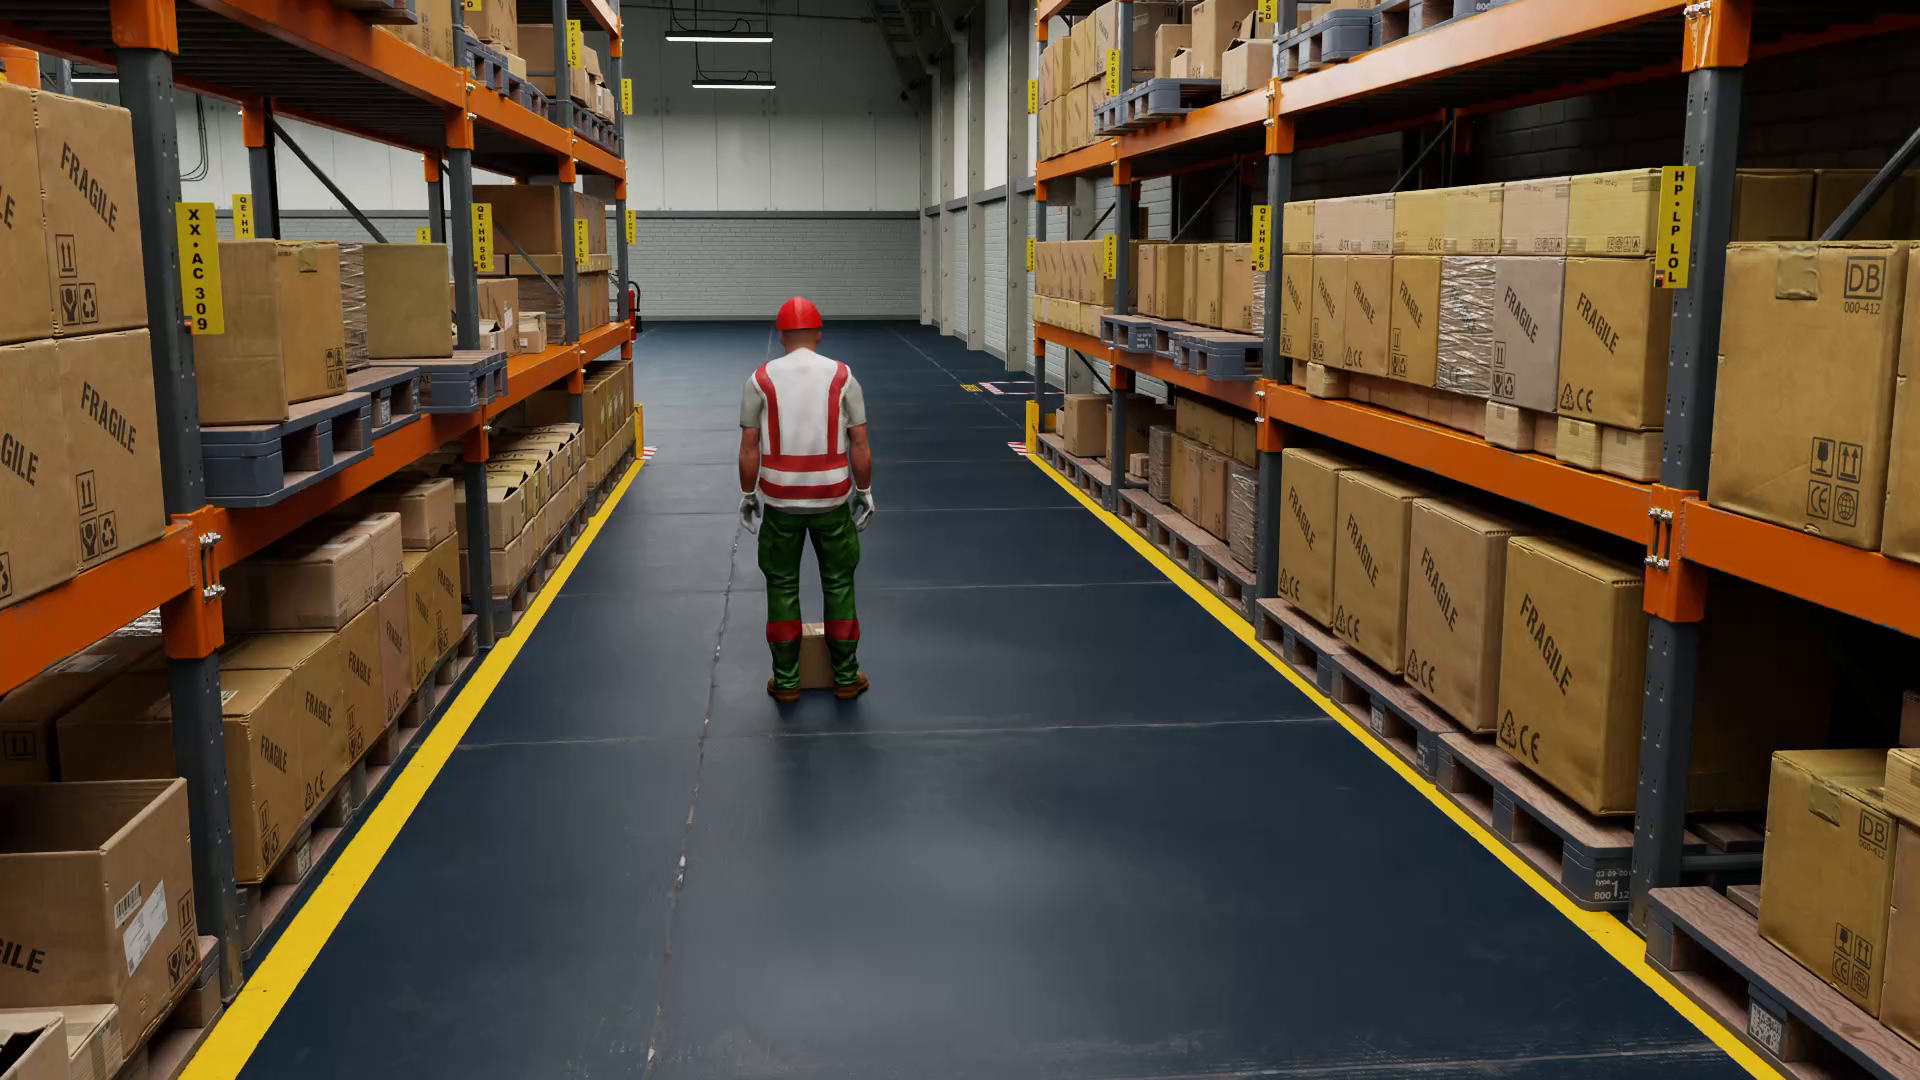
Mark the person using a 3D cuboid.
[{"bbox_3d":[-0.680,-0.177,7.370,0.608,1.780,0.448,-1,10,-6],"label":"person"}]
